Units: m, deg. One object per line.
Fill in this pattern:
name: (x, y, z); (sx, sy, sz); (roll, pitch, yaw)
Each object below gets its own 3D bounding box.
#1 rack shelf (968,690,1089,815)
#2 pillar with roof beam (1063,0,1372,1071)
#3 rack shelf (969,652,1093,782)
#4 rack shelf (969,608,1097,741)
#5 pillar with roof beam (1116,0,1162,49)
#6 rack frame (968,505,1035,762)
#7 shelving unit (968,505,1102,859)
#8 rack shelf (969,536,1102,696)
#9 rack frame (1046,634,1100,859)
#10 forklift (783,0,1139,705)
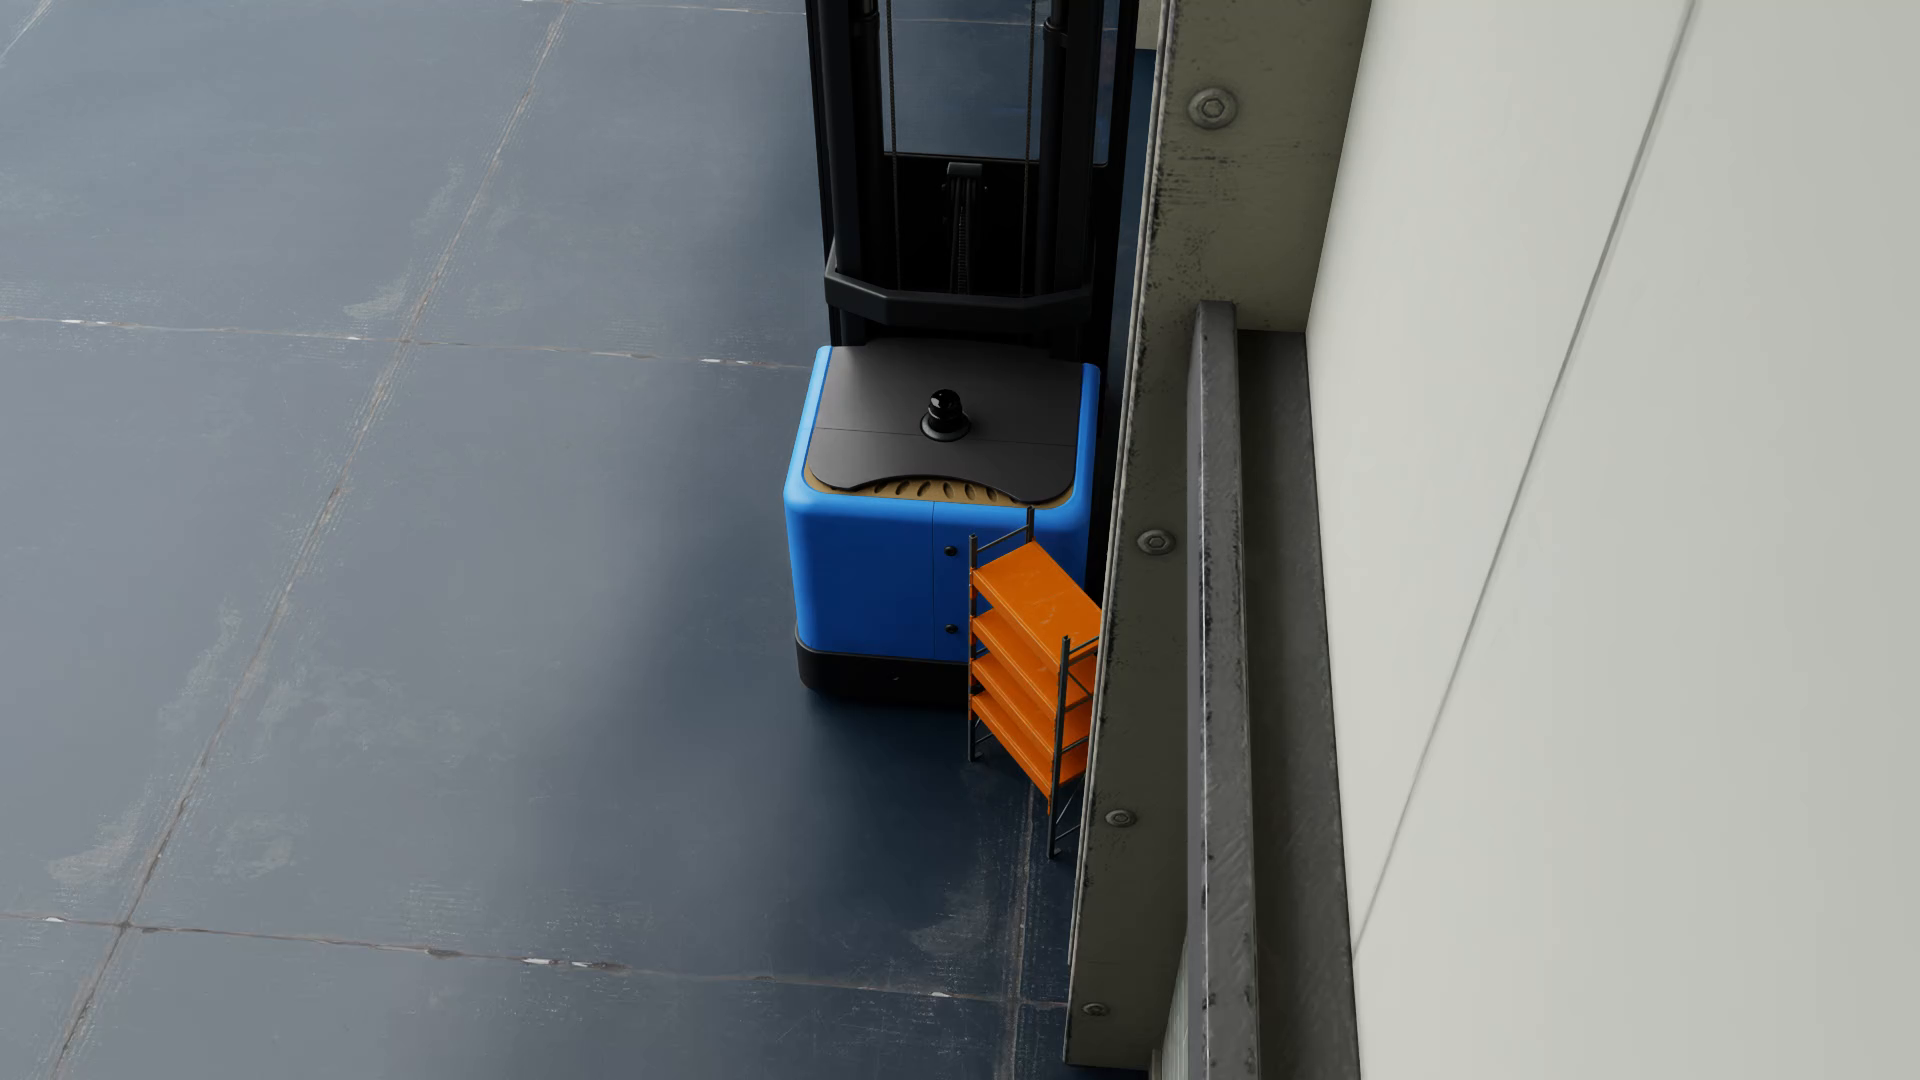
rack shelf: (0.268, 0.677, 5.704); (0.258, 0.148, 0.480); (-26, 53, -22)
pillar with roof beam: (-3.790, -1.807, 2.330); (9.100, 9.000, 0.400); (4, 48, 4)
rack shelf: (0.268, 0.543, 5.558); (0.258, 0.148, 0.480); (-26, 53, -22)
rack shelf: (0.268, 0.392, 5.393); (0.258, 0.148, 0.480); (-26, 53, -22)
pillar with roof beam: (-3.243, -6.216, 6.363); (9.100, 9.000, 0.400); (4, 48, 4)
rack frame: (0.132, 0.348, 5.645); (0.240, 1.200, 0.015); (-26, 53, -22)
shelving unit: (0.268, 0.497, 5.508); (0.258, 1.200, 0.503); (-26, 53, -22)
rack shelf: (0.268, 0.232, 5.218); (0.258, 0.148, 0.480); (-26, 53, -22)
rack frame: (0.404, 0.647, 5.371); (0.240, 1.200, 0.015); (-26, 53, -22)
forklift: (0.064, -1.452, 6.117); (1.130, 2.935, 3.031); (4, 48, 4)
